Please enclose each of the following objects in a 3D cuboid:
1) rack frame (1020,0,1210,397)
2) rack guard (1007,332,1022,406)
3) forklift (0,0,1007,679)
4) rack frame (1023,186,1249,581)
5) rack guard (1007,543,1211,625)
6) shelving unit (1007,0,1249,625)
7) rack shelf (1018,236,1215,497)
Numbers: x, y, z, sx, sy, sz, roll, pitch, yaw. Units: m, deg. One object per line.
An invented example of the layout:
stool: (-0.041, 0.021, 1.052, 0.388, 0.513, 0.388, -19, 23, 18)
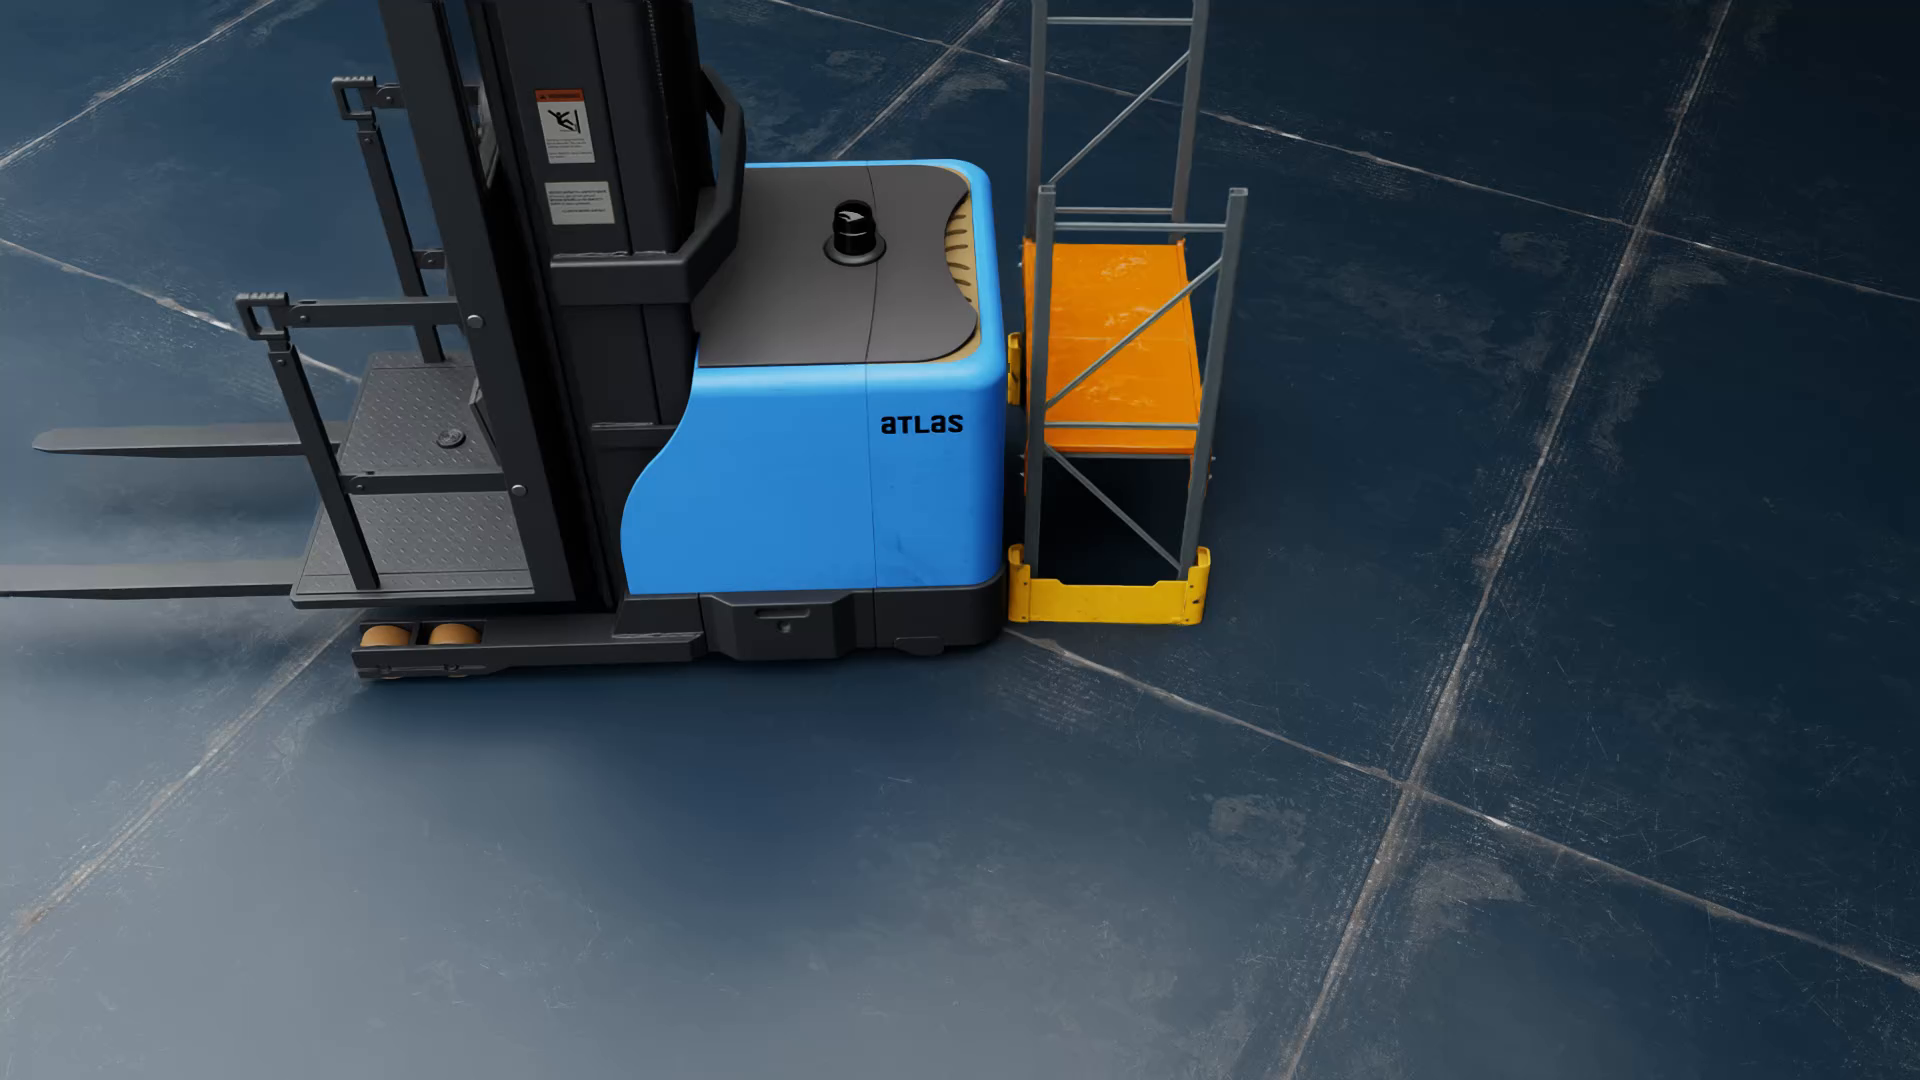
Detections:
rack frame: (0.456, -1.029, 5.212, 0.500, 1.500, 0.032, 1, 45, 1)
rack guard: (0.456, -0.576, 5.643, 0.587, 0.250, 0.087, 1, 45, 1)
forklift: (-1.397, -1.010, 4.187, 3.031, 2.935, 1.130, -2, 45, -1)
rack frame: (0.436, -0.306, 4.498, 0.500, 1.500, 0.032, 1, 45, 1)
rack guard: (0.436, 0.132, 4.943, 0.587, 0.250, 0.087, 1, 45, 1)
shelving unit: (0.446, -0.661, 4.849, 0.587, 1.500, 1.083, 1, 45, 1)
rack shelf: (0.446, -0.541, 4.983, 0.538, 0.185, 1.000, 1, 45, 1)
